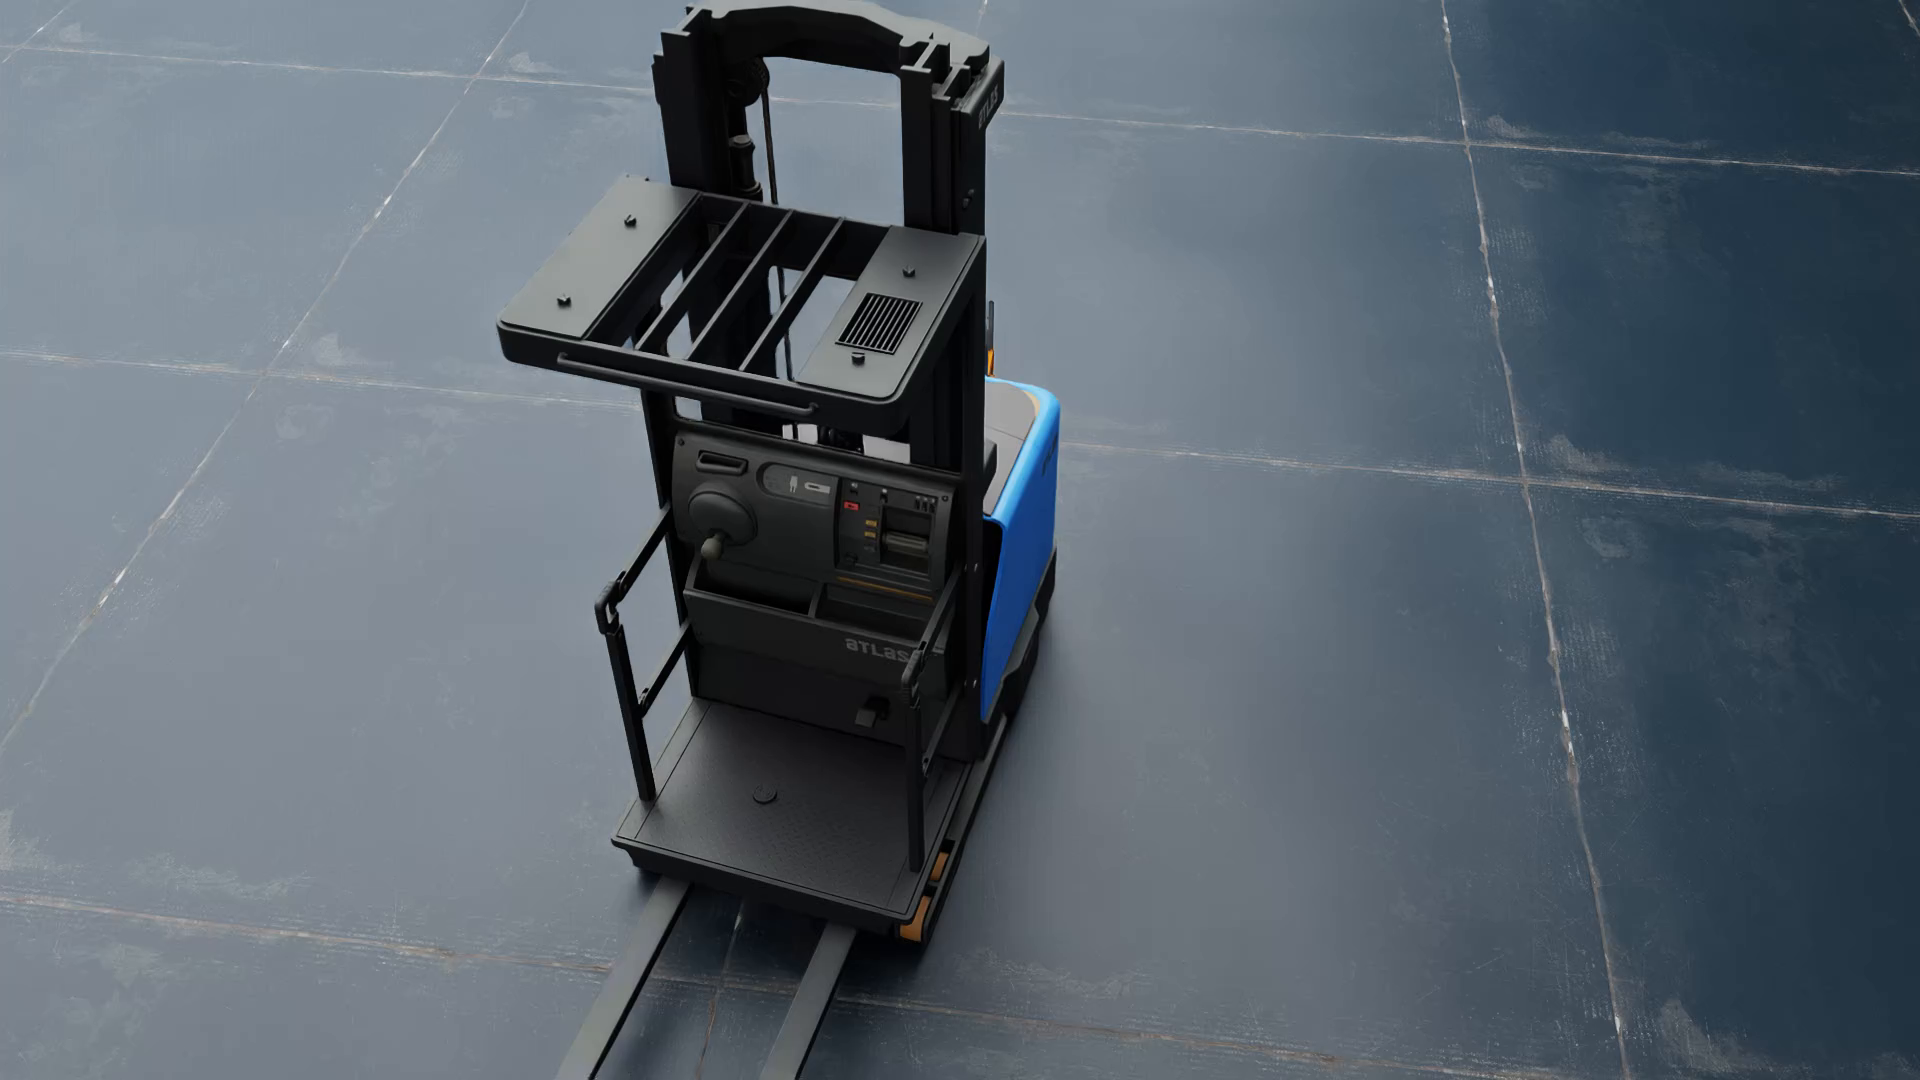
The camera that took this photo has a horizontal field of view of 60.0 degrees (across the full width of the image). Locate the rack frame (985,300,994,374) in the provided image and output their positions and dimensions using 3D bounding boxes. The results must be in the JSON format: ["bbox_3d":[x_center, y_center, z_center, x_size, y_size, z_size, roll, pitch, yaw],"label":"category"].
[{"bbox_3d":[0.014,-0.508,6.914,0.240,1.200,0.006,5,44,6],"label":"rack frame"}]

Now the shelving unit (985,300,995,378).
[{"bbox_3d":[0.002,-0.446,6.848,0.258,1.200,0.189,5,44,6],"label":"shelving unit"}]

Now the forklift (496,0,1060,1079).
[{"bbox_3d":[-0.536,0.013,5.105,1.130,2.935,3.031,12,45,13],"label":"forklift"}]

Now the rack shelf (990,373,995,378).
[{"bbox_3d":[0.002,-0.588,6.713,0.258,0.103,0.180,5,44,6],"label":"rack shelf"}]

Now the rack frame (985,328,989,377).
[{"bbox_3d":[-0.010,-0.383,6.782,0.240,1.200,0.006,5,44,6],"label":"rack frame"}]

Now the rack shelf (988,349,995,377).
[{"bbox_3d":[0.002,-0.675,6.631,0.258,0.103,0.180,5,44,6],"label":"rack shelf"}]
